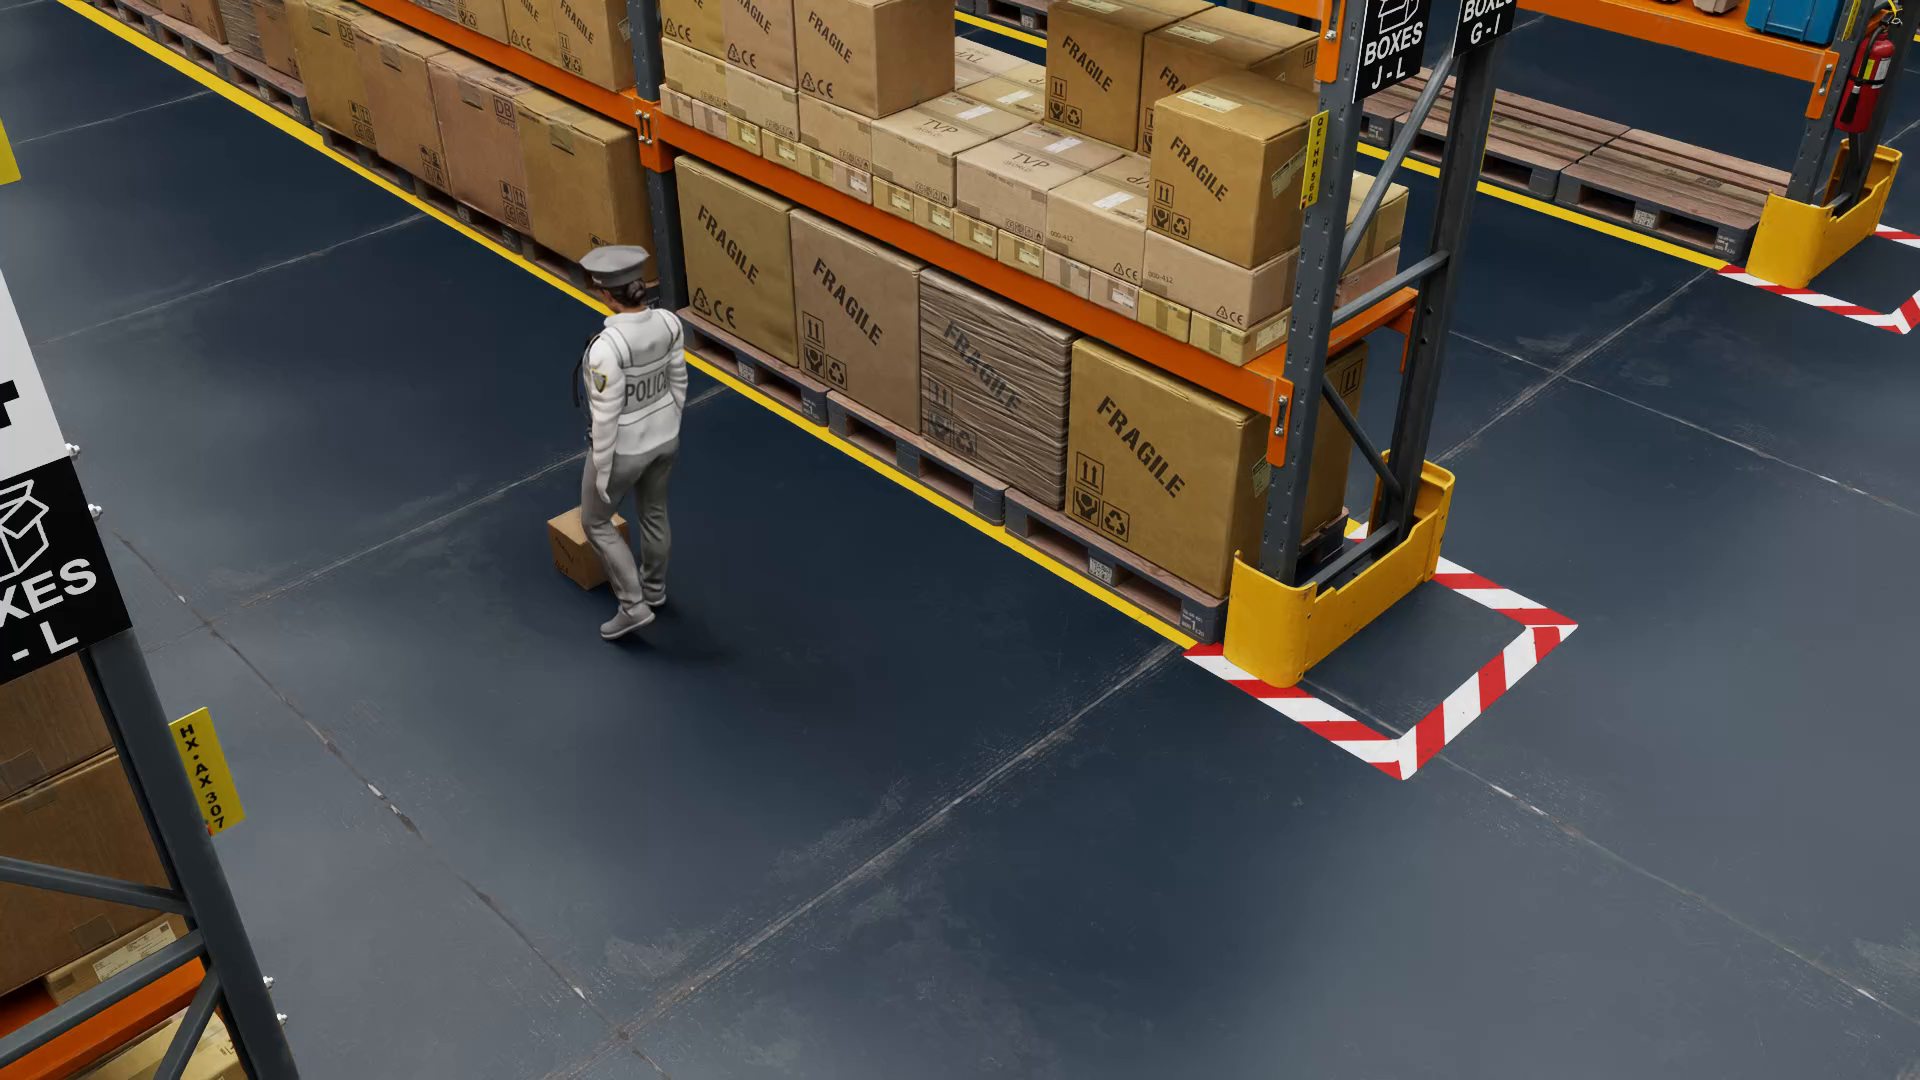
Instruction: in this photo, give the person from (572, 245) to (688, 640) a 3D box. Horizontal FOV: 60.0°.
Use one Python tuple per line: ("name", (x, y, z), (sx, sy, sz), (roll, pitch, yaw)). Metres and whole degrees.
("person", (-1.343, -0.383, 6.660), (0.450, 1.687, 0.529), (24, 42, 29))
